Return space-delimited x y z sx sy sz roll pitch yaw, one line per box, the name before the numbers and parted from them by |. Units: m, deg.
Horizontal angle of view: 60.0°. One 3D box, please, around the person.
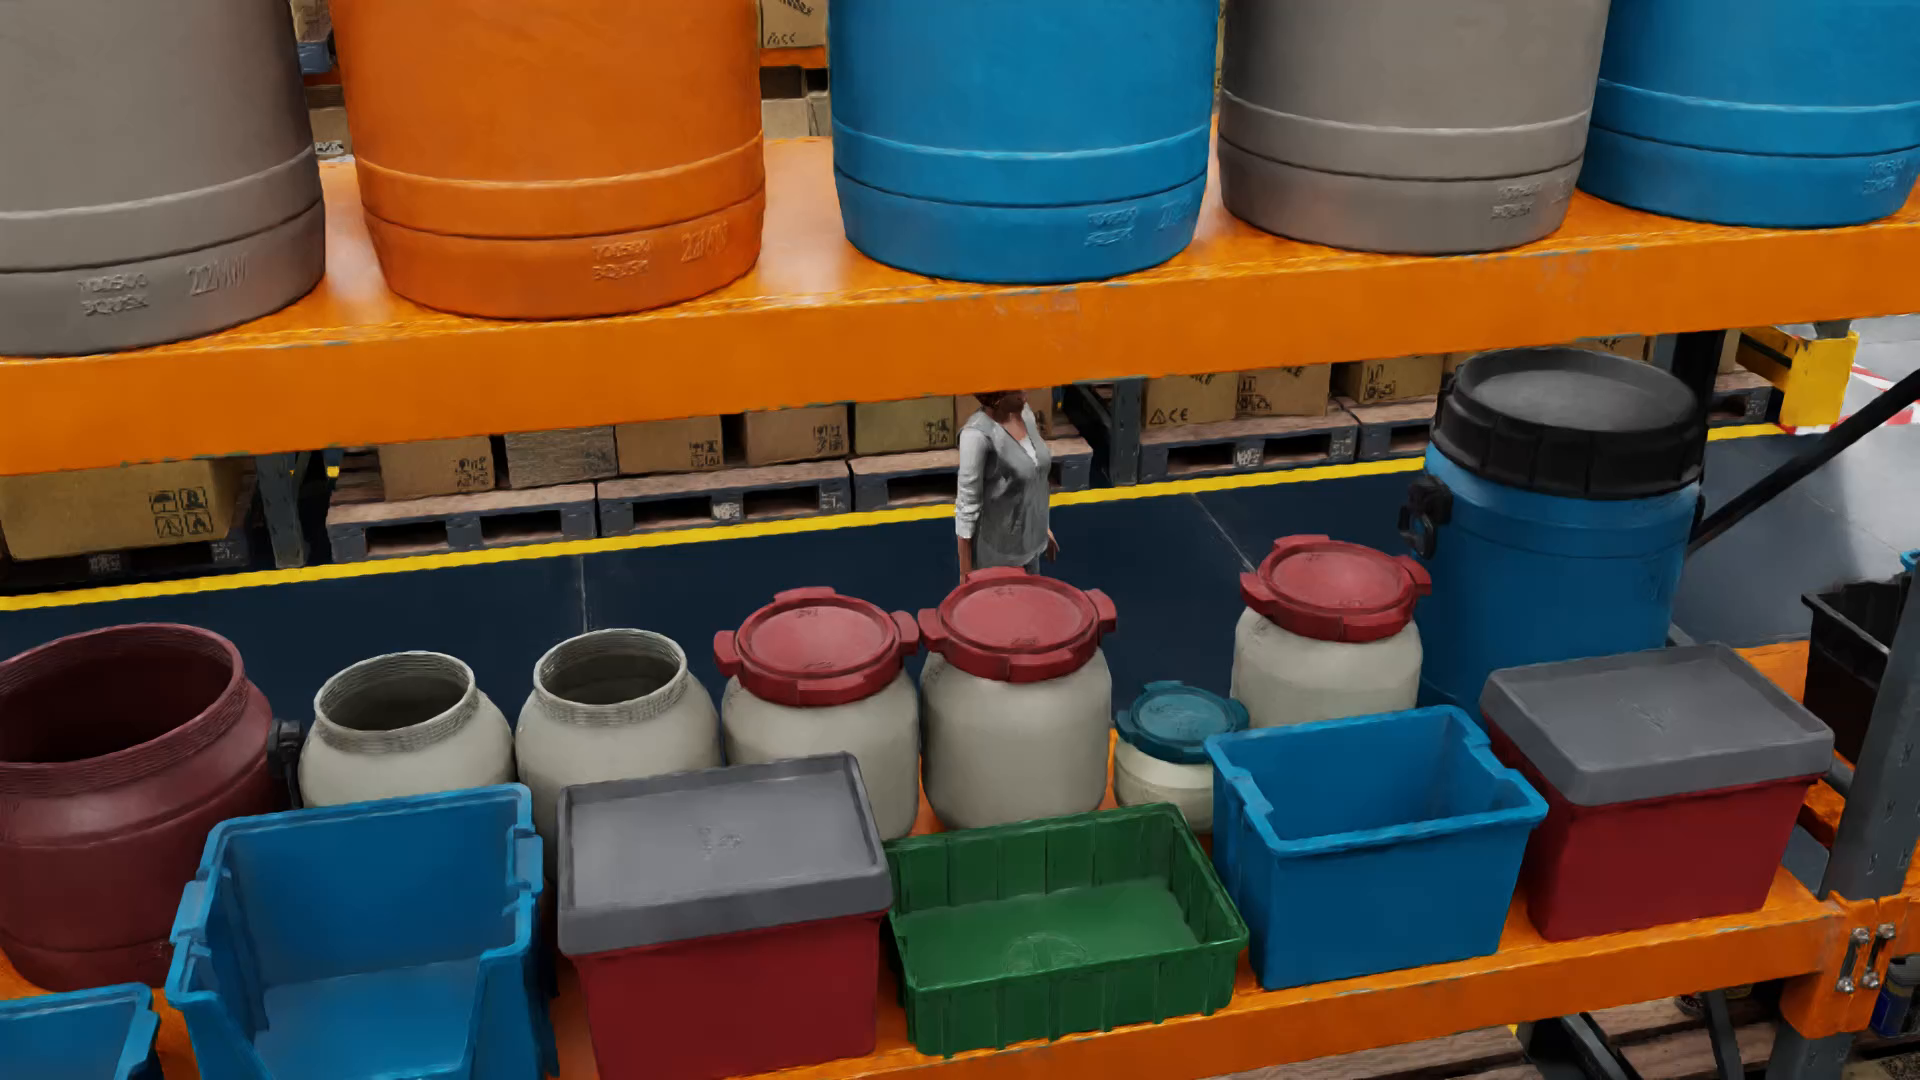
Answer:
person | 0.126 0.038 6.049 0.576 1.597 0.463 14 30 25
